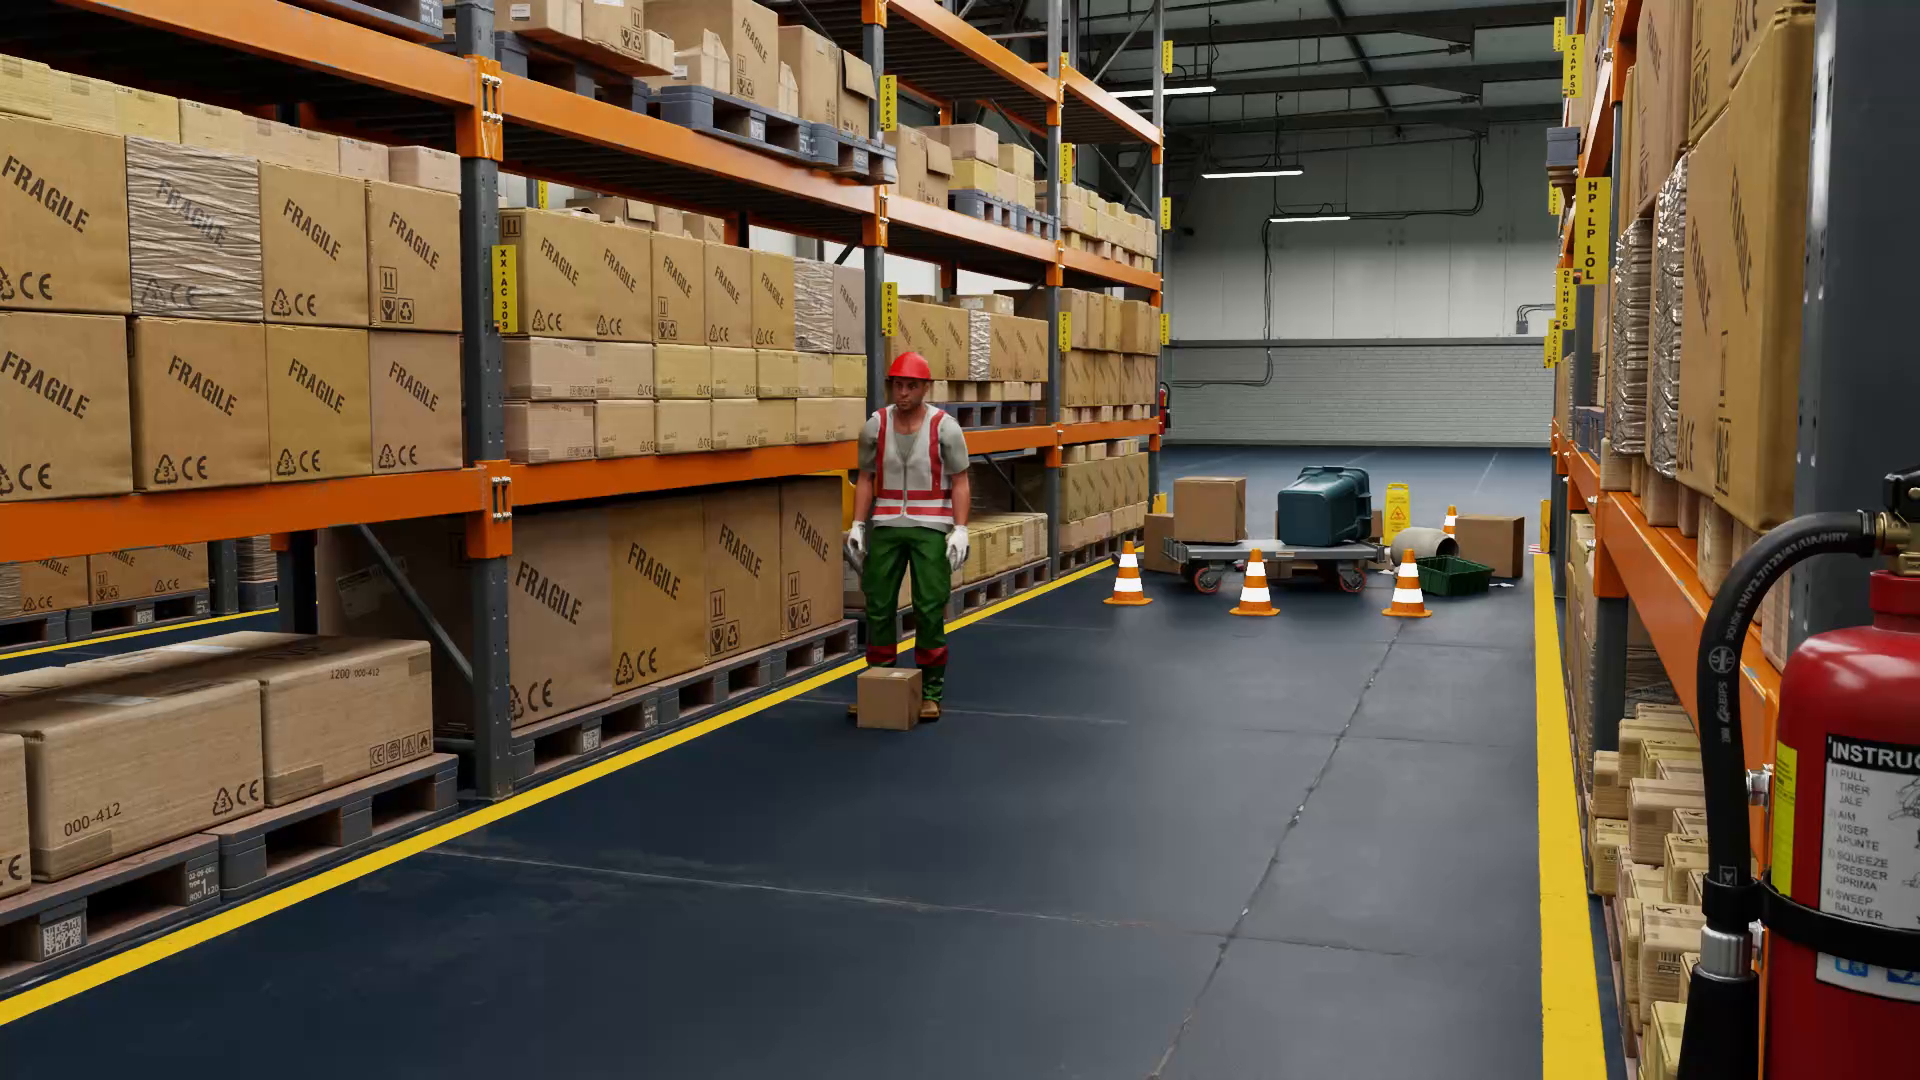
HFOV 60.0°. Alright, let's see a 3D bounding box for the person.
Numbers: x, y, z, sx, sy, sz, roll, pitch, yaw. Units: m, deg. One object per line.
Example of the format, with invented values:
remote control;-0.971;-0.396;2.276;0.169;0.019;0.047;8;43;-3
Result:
person;-0.249;-0.022;8.095;0.617;1.778;0.453;1;5;15
